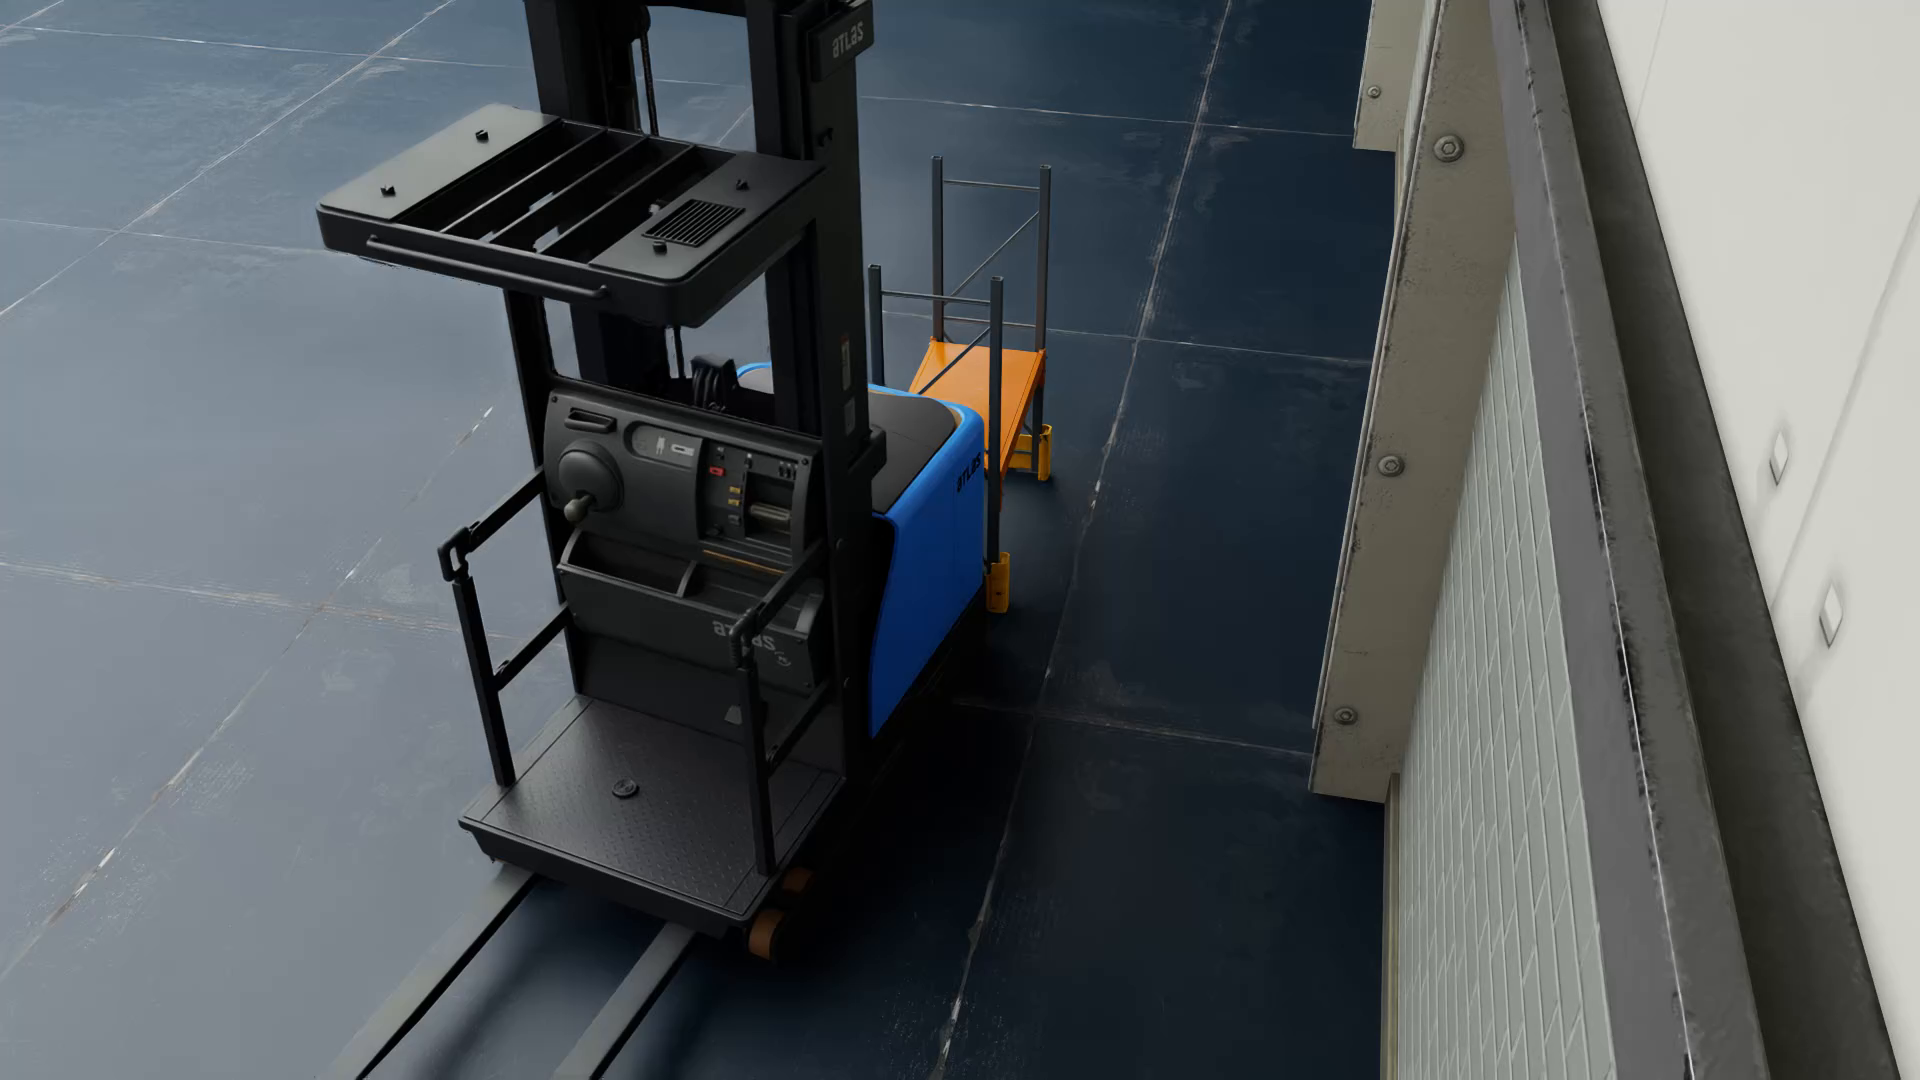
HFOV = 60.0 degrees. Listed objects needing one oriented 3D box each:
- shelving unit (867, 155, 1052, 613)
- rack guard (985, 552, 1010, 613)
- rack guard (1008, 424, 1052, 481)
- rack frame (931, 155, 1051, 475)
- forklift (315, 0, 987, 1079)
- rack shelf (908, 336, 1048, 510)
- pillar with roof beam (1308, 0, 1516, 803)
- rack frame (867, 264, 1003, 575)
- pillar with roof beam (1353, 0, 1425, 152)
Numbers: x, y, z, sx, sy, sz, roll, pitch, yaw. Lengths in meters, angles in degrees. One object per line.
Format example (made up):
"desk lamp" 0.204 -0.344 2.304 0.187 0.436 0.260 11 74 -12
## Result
"shelving unit" 0.016 -0.651 6.870 0.587 1.500 1.083 7 37 10
"rack guard" -0.090 0.141 6.843 0.587 0.250 0.087 7 37 10
"rack guard" 0.123 -0.430 7.631 0.587 0.250 0.087 7 37 10
"rack frame" 0.127 -0.948 7.279 0.500 1.500 0.032 7 37 10
"forklift" -0.952 -0.121 4.920 1.130 2.935 3.031 14 38 19
"rack shelf" 0.018 -0.511 6.983 0.538 0.185 1.000 7 37 10
"pillar with roof beam" -2.757 -3.370 4.232 9.100 9.000 0.400 7 37 10
"rack frame" -0.090 -0.365 6.475 0.500 1.500 0.032 7 37 10
"pillar with roof beam" -1.475 -6.810 8.978 9.100 9.000 0.400 7 37 10
